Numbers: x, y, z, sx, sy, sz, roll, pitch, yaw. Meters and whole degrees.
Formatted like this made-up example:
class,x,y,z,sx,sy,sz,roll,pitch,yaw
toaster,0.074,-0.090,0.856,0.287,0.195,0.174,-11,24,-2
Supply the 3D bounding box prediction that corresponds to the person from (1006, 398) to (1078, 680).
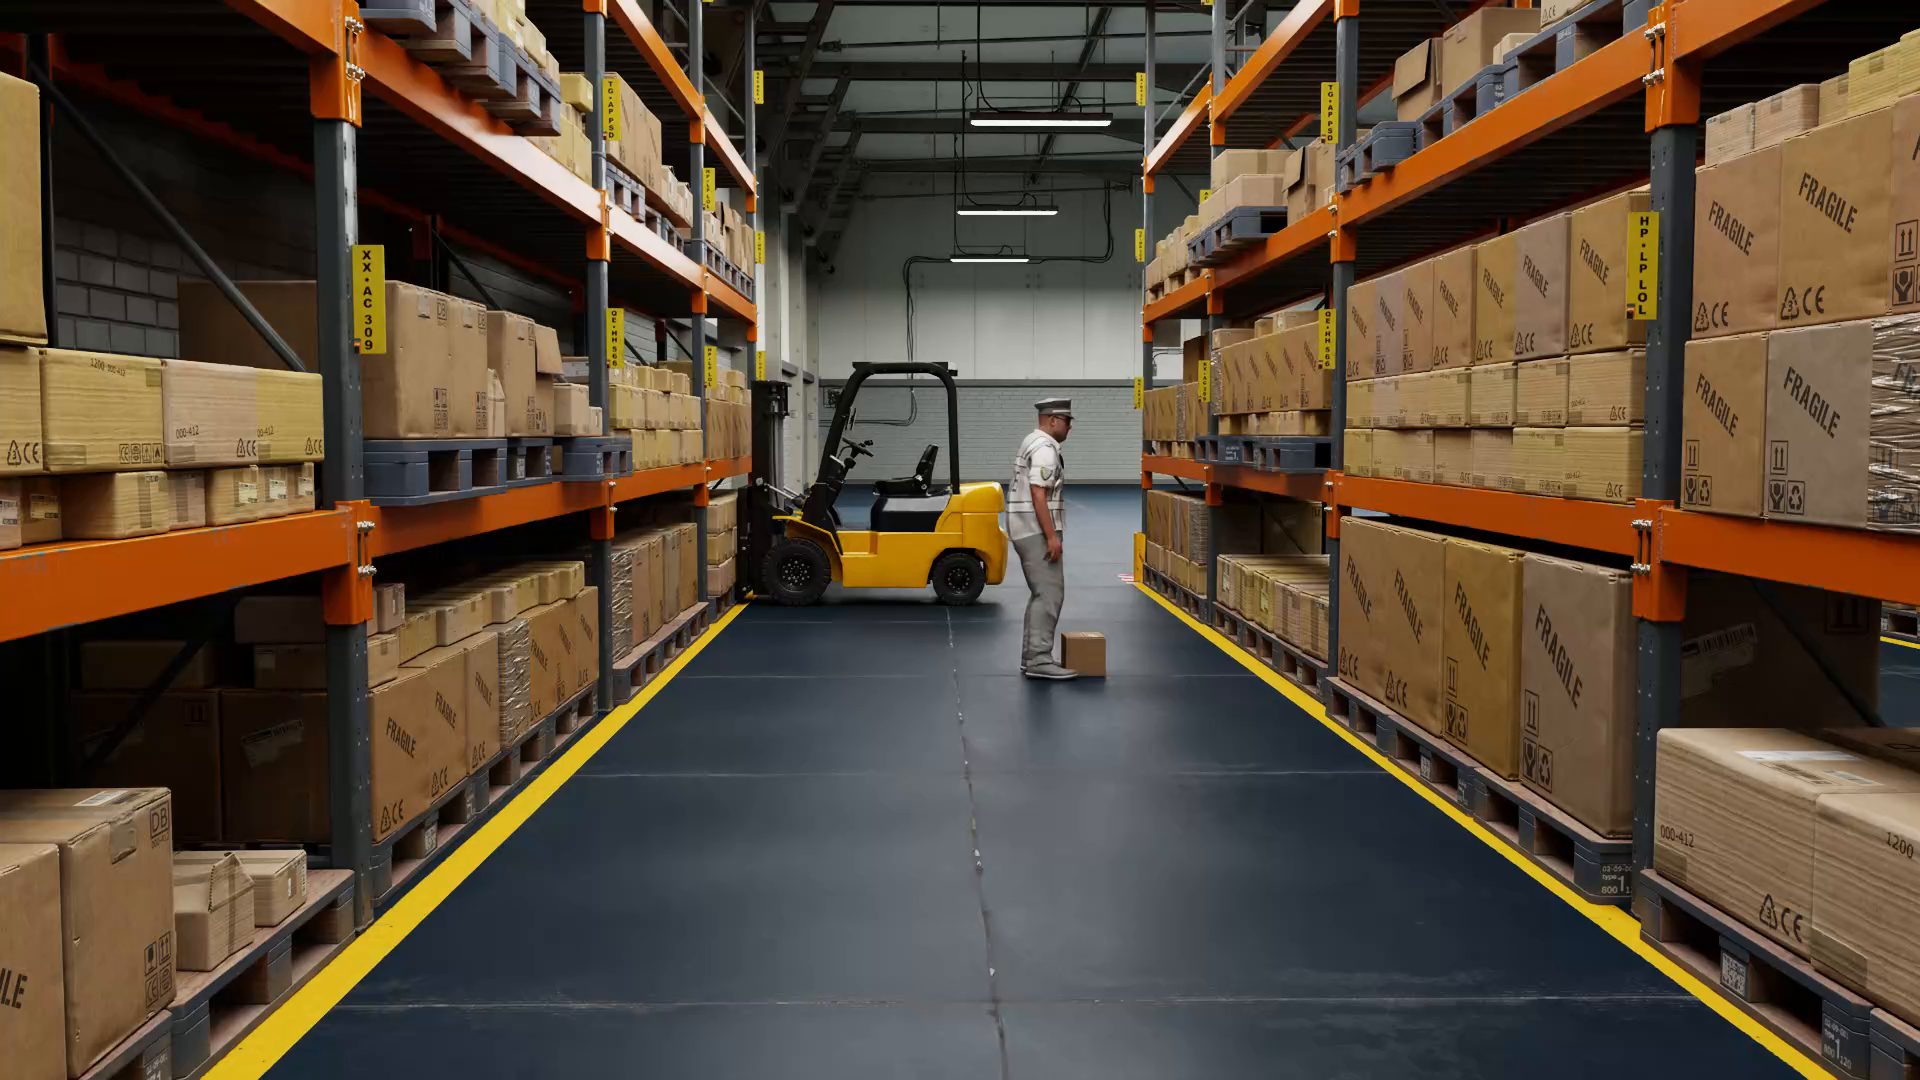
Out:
class,x,y,z,sx,sy,sz,roll,pitch,yaw
person,0.511,-0.022,10.498,0.436,1.748,0.586,0,4,-1
